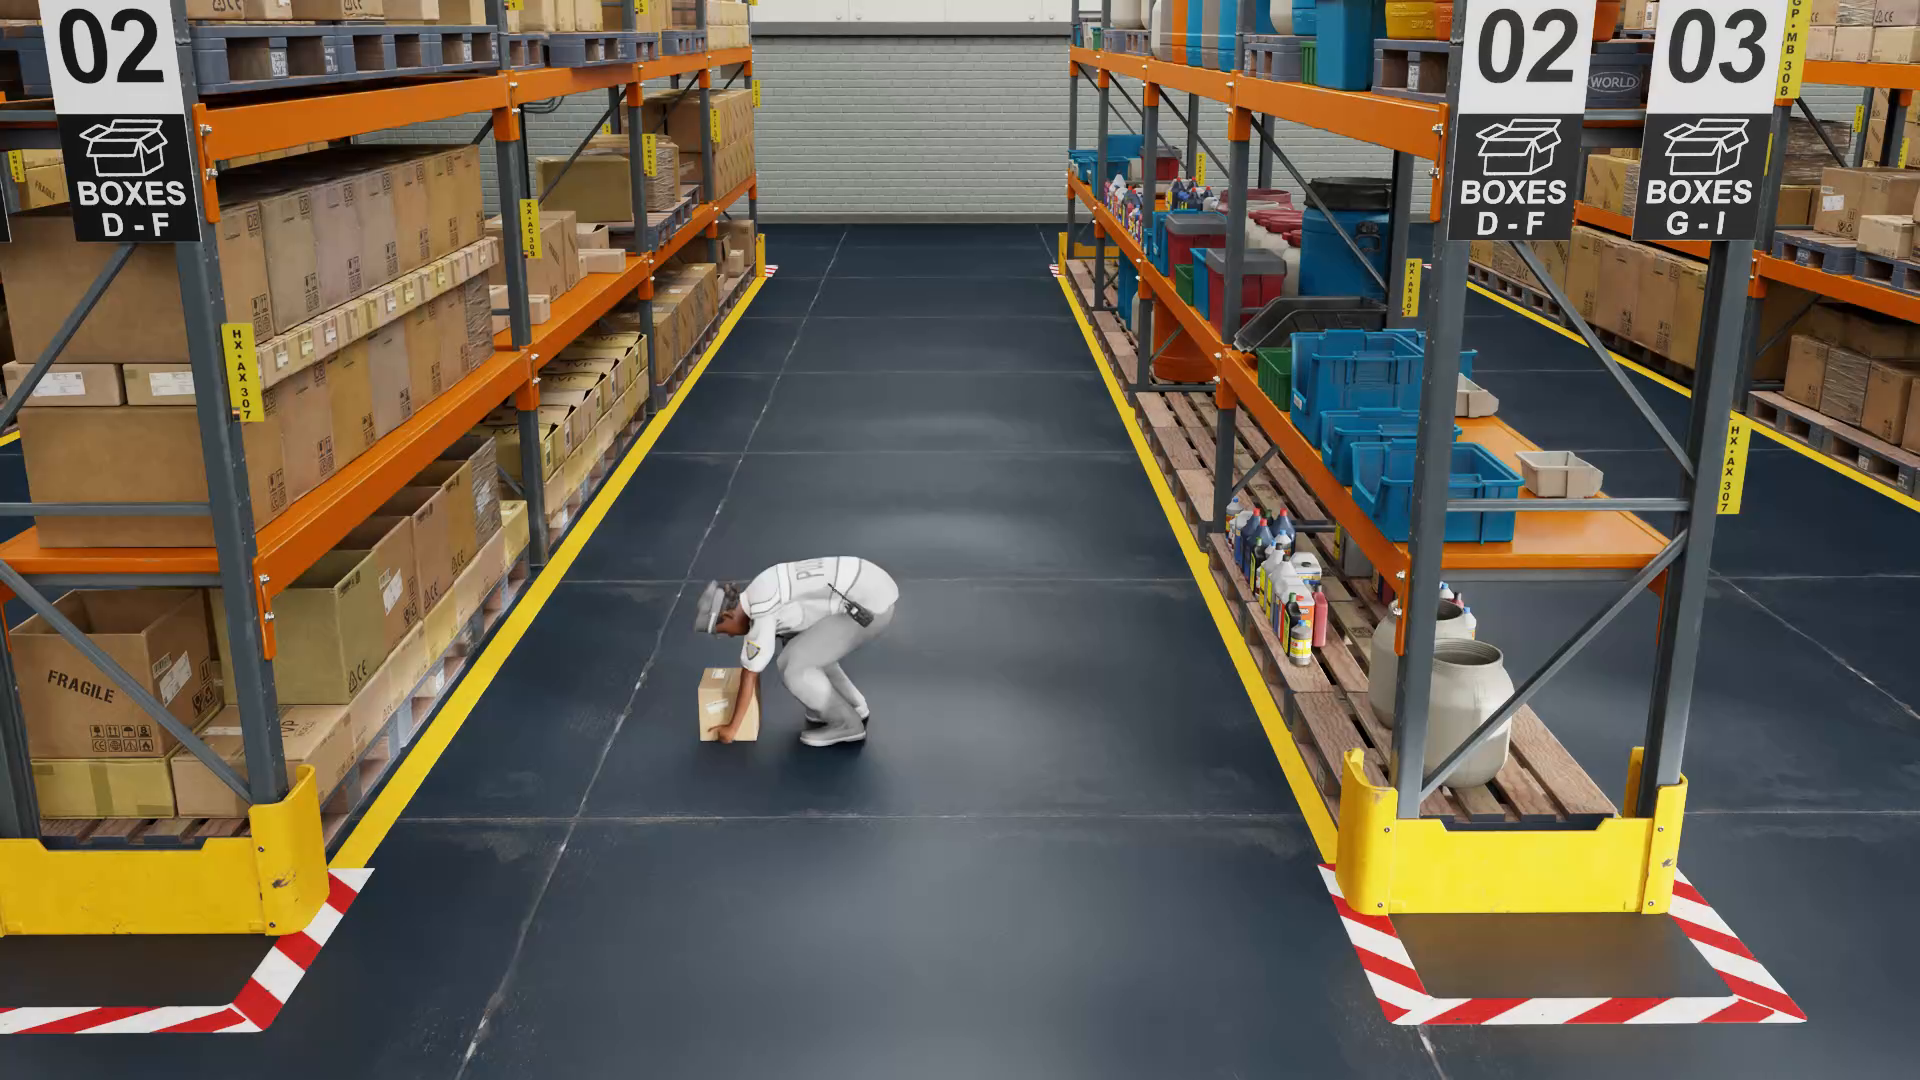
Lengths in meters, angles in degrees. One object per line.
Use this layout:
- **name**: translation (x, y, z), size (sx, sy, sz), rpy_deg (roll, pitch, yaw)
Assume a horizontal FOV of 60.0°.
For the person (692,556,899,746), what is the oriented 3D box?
- **person**: translation (-0.732, 0.495, 7.438), size (0.921, 0.823, 0.471), rpy_deg (-1, 17, -3)
